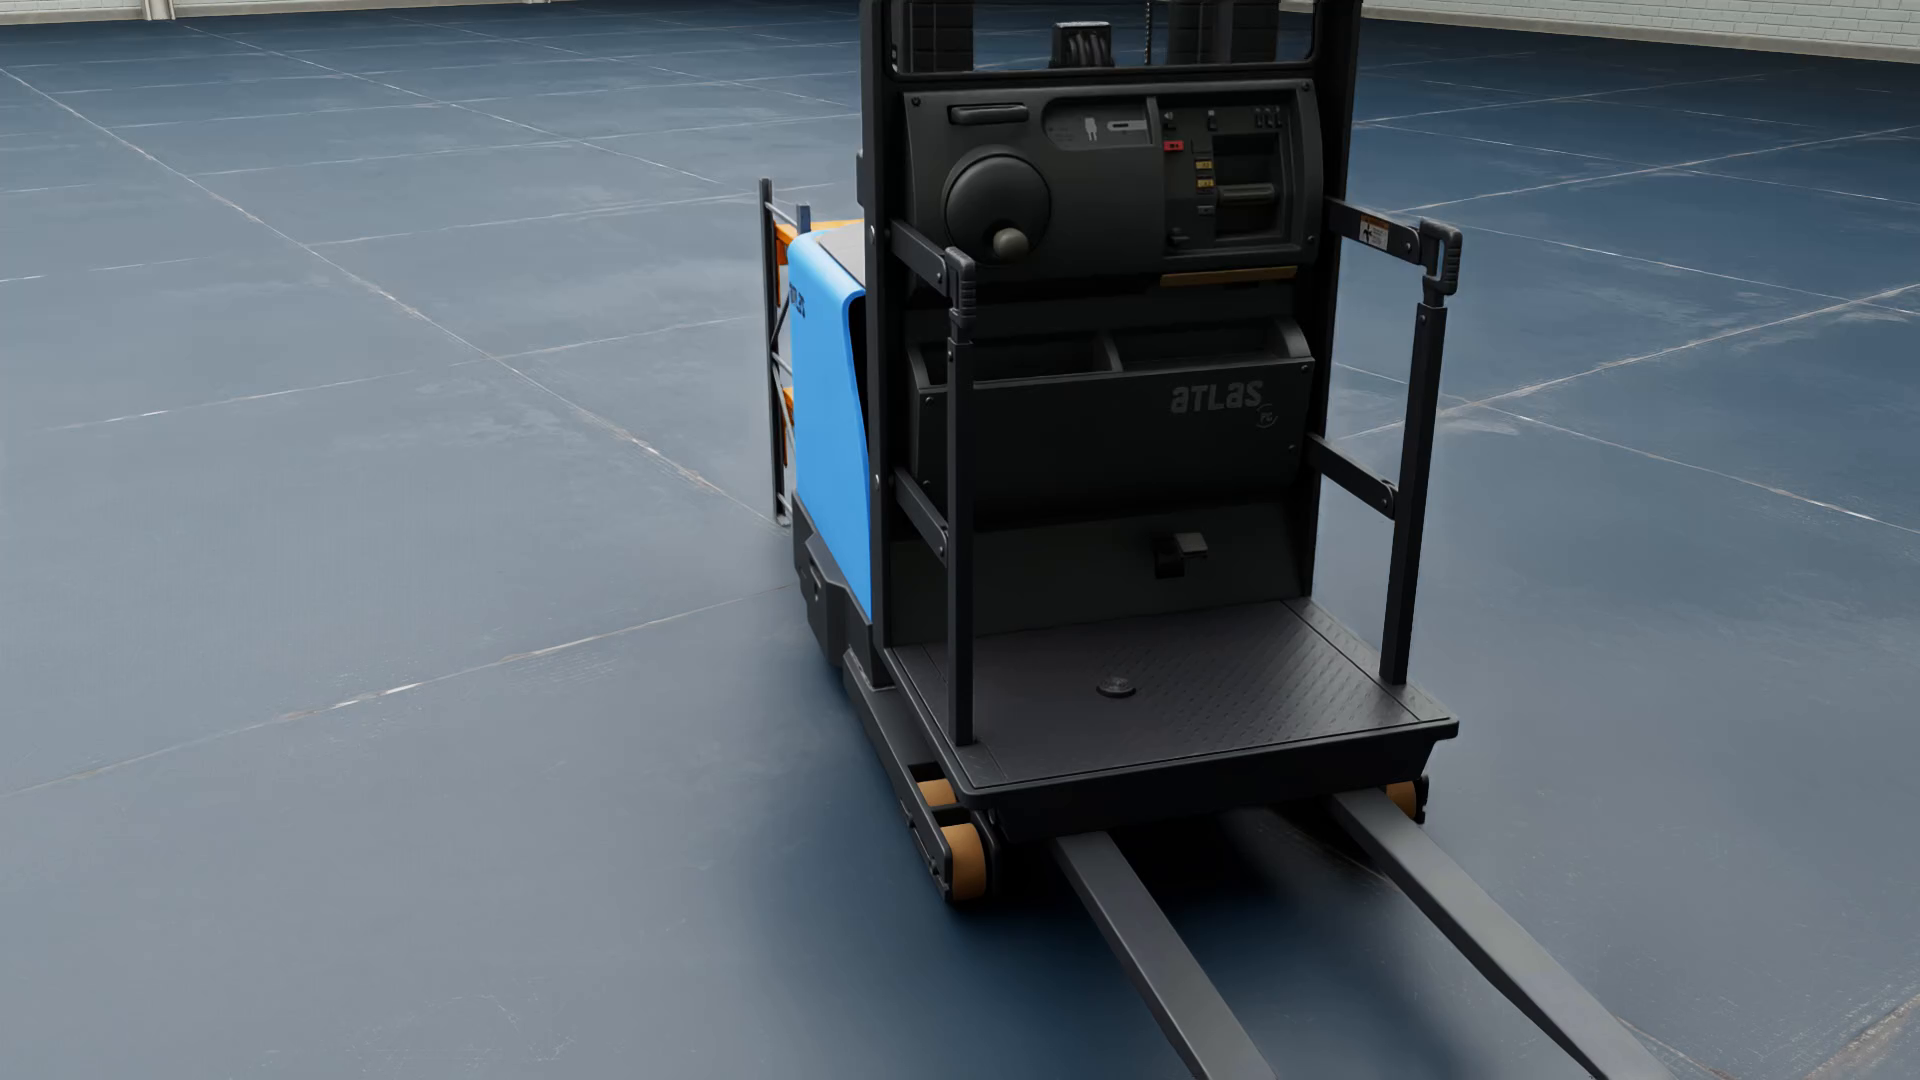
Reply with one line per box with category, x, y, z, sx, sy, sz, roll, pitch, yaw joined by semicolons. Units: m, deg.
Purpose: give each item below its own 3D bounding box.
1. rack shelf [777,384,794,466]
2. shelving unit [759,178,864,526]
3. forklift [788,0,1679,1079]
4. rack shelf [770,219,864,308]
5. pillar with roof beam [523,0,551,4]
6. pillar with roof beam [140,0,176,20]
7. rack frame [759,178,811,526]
rack shelf;-0.052;-0.360;5.441;1.000;0.278;0.538;-8;23;-19
shelving unit;-0.052;-0.587;5.350;1.048;1.125;0.538;-8;23;-19
forklift;0.401;-0.763;3.353;1.130;2.935;3.031;-6;23;-15
rack shelf;-0.052;-0.859;5.242;1.000;0.278;0.538;-8;23;-19
pillar with roof beam;-4.715;-12.059;23.474;0.400;9.000;9.100;-15;26;-33
pillar with roof beam;-9.585;-10.760;20.219;0.400;9.000;9.100;-15;26;-33
rack frame;-0.529;-0.523;5.188;0.032;1.125;0.500;-8;23;-19
